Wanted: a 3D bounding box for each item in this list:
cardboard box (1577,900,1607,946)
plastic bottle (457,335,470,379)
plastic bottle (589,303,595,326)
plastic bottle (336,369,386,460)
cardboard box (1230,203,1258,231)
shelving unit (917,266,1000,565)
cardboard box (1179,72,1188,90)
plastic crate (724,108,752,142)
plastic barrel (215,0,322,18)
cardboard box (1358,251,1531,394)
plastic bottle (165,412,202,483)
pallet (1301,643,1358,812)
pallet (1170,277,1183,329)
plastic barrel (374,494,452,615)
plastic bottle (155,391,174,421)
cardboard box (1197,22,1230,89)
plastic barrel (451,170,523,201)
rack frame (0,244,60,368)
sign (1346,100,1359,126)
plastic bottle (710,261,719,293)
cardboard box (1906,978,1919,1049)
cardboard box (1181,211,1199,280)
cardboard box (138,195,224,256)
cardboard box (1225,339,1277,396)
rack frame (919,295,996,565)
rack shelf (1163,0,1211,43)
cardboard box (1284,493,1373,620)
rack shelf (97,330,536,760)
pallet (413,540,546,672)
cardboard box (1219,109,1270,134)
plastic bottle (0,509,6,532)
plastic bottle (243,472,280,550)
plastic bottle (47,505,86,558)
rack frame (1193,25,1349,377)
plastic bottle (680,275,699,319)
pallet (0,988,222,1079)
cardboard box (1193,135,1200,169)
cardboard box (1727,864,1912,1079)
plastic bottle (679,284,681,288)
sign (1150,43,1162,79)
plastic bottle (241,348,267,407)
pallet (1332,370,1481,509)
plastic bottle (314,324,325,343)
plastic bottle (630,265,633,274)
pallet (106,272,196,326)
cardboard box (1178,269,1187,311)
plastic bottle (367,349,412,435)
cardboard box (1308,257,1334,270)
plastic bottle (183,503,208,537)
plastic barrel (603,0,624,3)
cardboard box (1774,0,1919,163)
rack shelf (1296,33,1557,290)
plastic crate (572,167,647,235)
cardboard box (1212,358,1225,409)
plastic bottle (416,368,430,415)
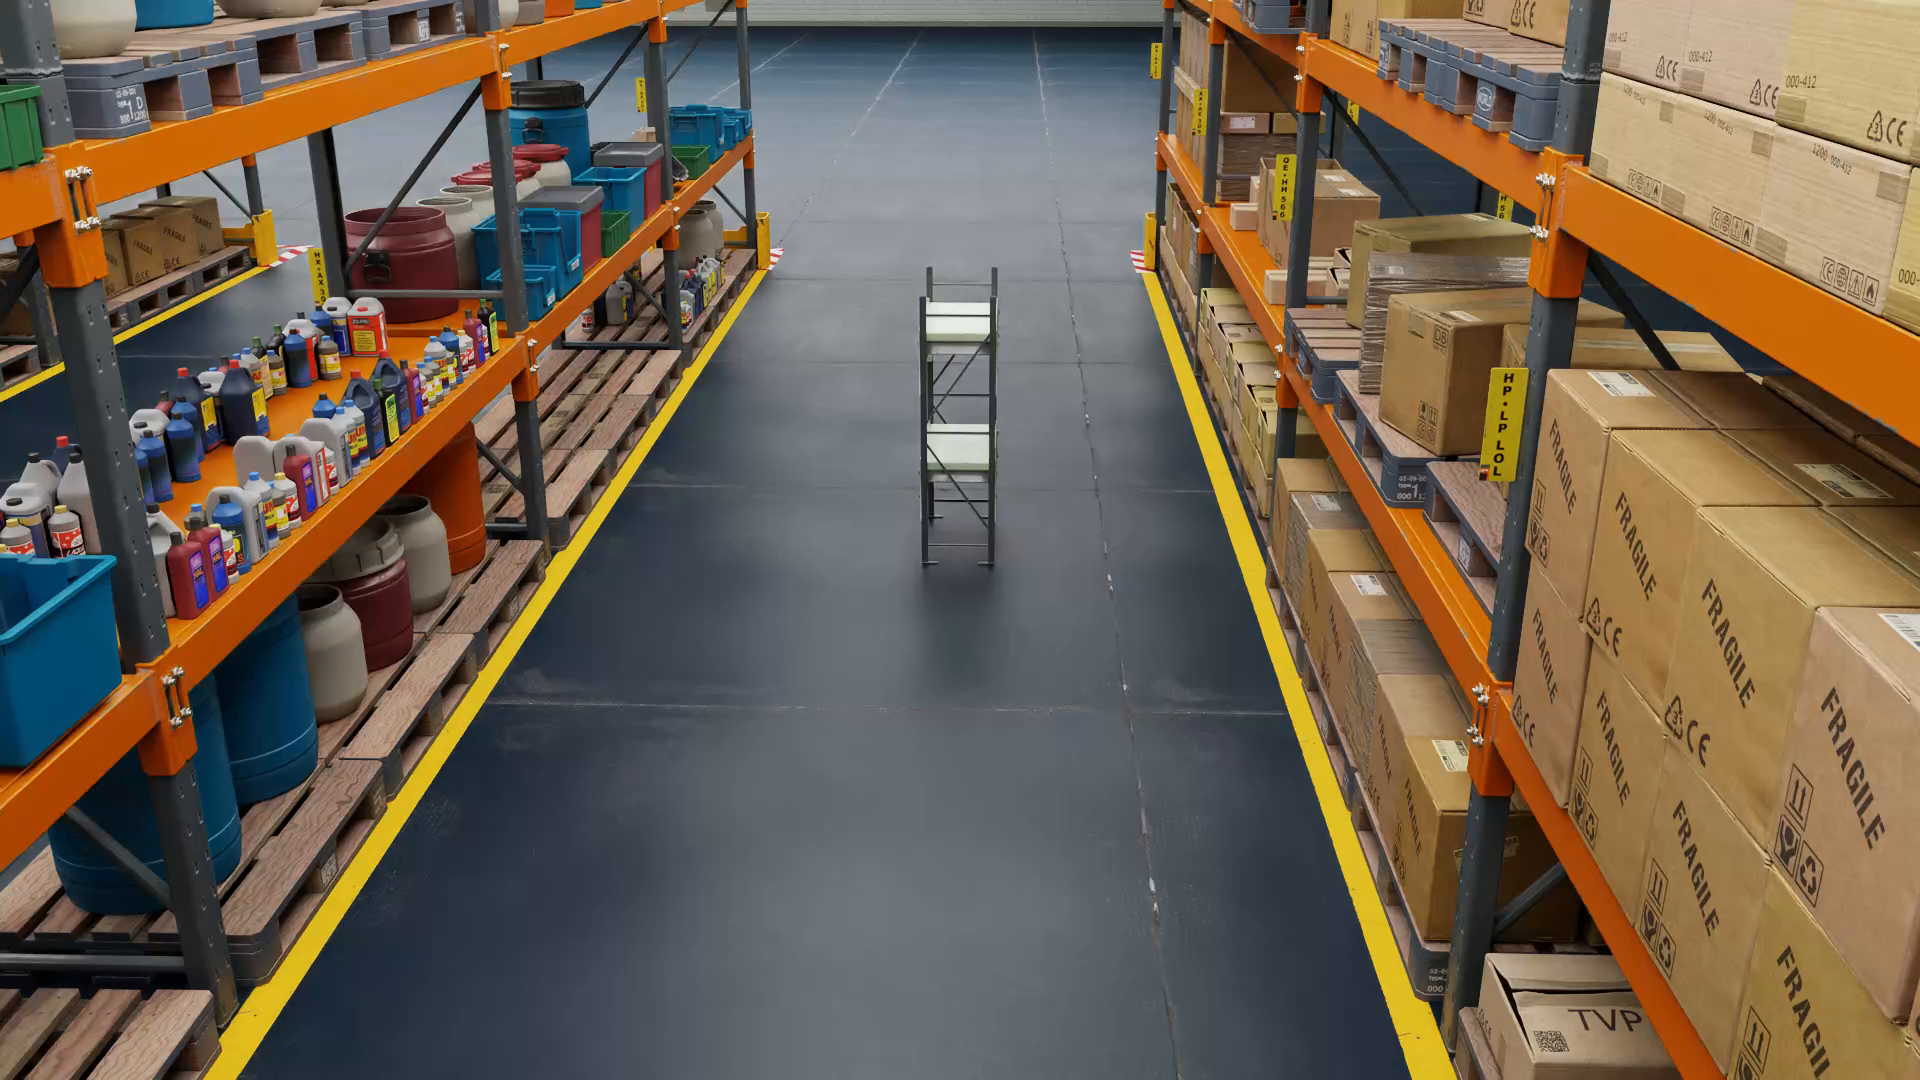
[{"bbox_3d":[2.316,1.016,5.612,0.500,0.500,0.500,0,21,-1],"label":"cardboard box"},{"bbox_3d":[-2.389,-0.871,7.901,0.097,0.201,0.097,0,21,0],"label":"plastic bottle"},{"bbox_3d":[-2.965,-1.837,13.264,0.061,0.283,0.133,2,21,4],"label":"plastic bottle"},{"bbox_3d":[-2.449,-0.515,6.778,0.144,0.351,0.185,1,21,2],"label":"plastic bottle"},{"bbox_3d":[2.070,-2.230,11.476,0.380,0.149,0.250,1,21,2],"label":"cardboard box"},{"bbox_3d":[0.000,-0.702,9.264,0.431,1.500,0.755,1,21,2],"label":"shelving unit"},{"bbox_3d":[2.181,-4.135,15.004,0.380,0.149,0.250,1,21,2],"label":"cardboard box"},{"bbox_3d":[-2.245,-3.913,15.674,0.499,0.251,0.616,1,21,2],"label":"plastic crate"},{"bbox_3d":[-2.675,-2.289,6.368,0.433,0.535,0.433,0,21,0],"label":"plastic barrel"},{"bbox_3d":[2.054,-0.904,6.992,0.700,0.500,0.500,5,22,12],"label":"cardboard box"},{"bbox_3d":[-3.042,-0.367,6.505,0.097,0.271,0.097,0,21,0],"label":"plastic bottle"},{"bbox_3d":[2.079,0.791,7.199,1.003,0.211,1.213,1,21,2],"label":"pallet"},{"bbox_3d":[2.401,-2.094,14.635,1.003,0.211,1.213,1,21,2],"label":"pallet"},{"bbox_3d":[-2.697,0.072,8.056,0.421,0.512,0.421,0,21,0],"label":"plastic barrel"},{"bbox_3d":[-3.206,-0.451,6.706,0.061,0.283,0.133,1,21,2],"label":"plastic bottle"},{"bbox_3d":[2.354,-4.021,13.814,0.700,0.500,0.500,1,21,2],"label":"cardboard box"},{"bbox_3d":[-2.934,-2.019,10.398,0.433,0.535,0.433,0,21,0],"label":"plastic barrel"},{"bbox_3d":[-7.601,-2.775,12.535,1.000,3.000,0.127,1,21,2],"label":"rack frame"},{"bbox_3d":[2.843,-3.165,12.049,0.100,0.325,0.005,1,21,2],"label":"sign"},{"bbox_3d":[-2.185,-2.293,14.448,0.152,0.276,0.135,0,21,0],"label":"plastic bottle"},{"bbox_3d":[1.700,0.627,2.246,0.500,0.500,0.500,1,21,3],"label":"cardboard box"},{"bbox_3d":[2.135,-2.460,13.906,0.500,0.500,0.500,1,21,2],"label":"cardboard box"},{"bbox_3d":[-7.515,-3.026,16.057,0.500,0.500,0.500,5,22,12],"label":"cardboard box"},{"bbox_3d":[1.994,-1.138,10.760,0.500,0.311,0.500,1,21,3],"label":"cardboard box"},{"bbox_3d":[-0.011,-0.569,8.923,0.400,1.500,0.023,1,21,2],"label":"rack frame"},{"bbox_3d":[2.362,-4.451,13.702,1.077,0.370,4.000,1,21,2],"label":"rack shelf"},{"bbox_3d":[1.869,0.092,7.992,0.500,0.500,0.500,0,21,0],"label":"cardboard box"},{"bbox_3d":[-2.833,-0.216,6.934,1.077,0.370,4.000,1,21,2],"label":"rack shelf"},{"bbox_3d":[-2.754,0.311,8.436,1.003,0.211,1.213,1,21,2],"label":"pallet"},{"bbox_3d":[2.095,-3.115,12.375,0.380,0.149,0.250,1,21,2],"label":"cardboard box"},{"bbox_3d":[-3.243,-0.004,5.554,0.061,0.283,0.133,1,21,2],"label":"plastic bottle"},{"bbox_3d":[-2.457,-0.105,5.832,0.097,0.271,0.097,0,21,0],"label":"plastic bottle"},{"bbox_3d":[-3.068,-0.019,5.706,0.097,0.201,0.097,0,21,0],"label":"plastic bottle"},{"bbox_3d":[2.301,-2.665,12.251,1.000,3.000,0.127,1,21,2],"label":"rack frame"},{"bbox_3d":[-2.211,-1.978,13.534,0.144,0.351,0.185,1,21,3],"label":"plastic bottle"},{"bbox_3d":[-2.877,1.738,4.758,1.003,0.211,1.213,1,21,2],"label":"pallet"},{"bbox_3d":[2.351,-3.429,14.083,0.700,0.500,0.500,1,21,3],"label":"cardboard box"},{"bbox_3d":[1.726,0.912,2.893,0.500,0.500,0.500,0,21,1],"label":"cardboard box"},{"bbox_3d":[-2.327,-1.995,13.687,0.097,0.271,0.097,0,21,0],"label":"plastic bottle"},{"bbox_3d":[1.868,-4.560,15.828,0.100,0.325,0.005,1,21,2],"label":"sign"},{"bbox_3d":[-3.164,-0.721,7.419,0.097,0.271,0.097,0,21,0],"label":"plastic bottle"},{"bbox_3d":[2.125,-0.426,6.746,1.003,0.211,1.213,1,21,2],"label":"pallet"},{"bbox_3d":[-3.142,-0.952,8.111,0.097,0.201,0.097,0,21,0],"label":"plastic bottle"},{"bbox_3d":[-2.906,-2.324,14.536,0.097,0.271,0.097,0,21,0],"label":"plastic bottle"},{"bbox_3d":[-7.581,-2.161,14.806,1.003,0.211,1.213,1,21,2],"label":"pallet"},{"bbox_3d":[2.122,-2.111,14.042,0.500,0.250,0.500,1,21,2],"label":"cardboard box"},{"bbox_3d":[-2.439,-0.630,7.075,0.144,0.351,0.185,1,21,2],"label":"plastic bottle"},{"bbox_3d":[2.162,-1.563,9.759,0.380,0.149,0.250,2,21,6],"label":"cardboard box"},{"bbox_3d":[-2.613,-0.026,5.723,0.097,0.201,0.097,0,21,0],"label":"plastic bottle"},{"bbox_3d":[-2.469,-3.930,10.672,0.600,0.901,0.600,0,21,0],"label":"plastic barrel"},{"bbox_3d":[1.754,-0.799,2.812,0.500,0.250,0.500,1,21,2],"label":"cardboard box"},{"bbox_3d":[2.118,-1.559,6.247,1.077,0.370,4.000,1,21,2],"label":"rack shelf"},{"bbox_3d":[-2.373,-2.311,11.361,0.392,0.384,0.575,1,21,2],"label":"plastic crate"},{"bbox_3d":[2.011,-1.064,11.344,0.500,0.250,0.500,0,21,0],"label":"cardboard box"},{"bbox_3d":[-2.407,-0.660,7.357,0.097,0.201,0.097,0,21,0],"label":"plastic bottle"}]
